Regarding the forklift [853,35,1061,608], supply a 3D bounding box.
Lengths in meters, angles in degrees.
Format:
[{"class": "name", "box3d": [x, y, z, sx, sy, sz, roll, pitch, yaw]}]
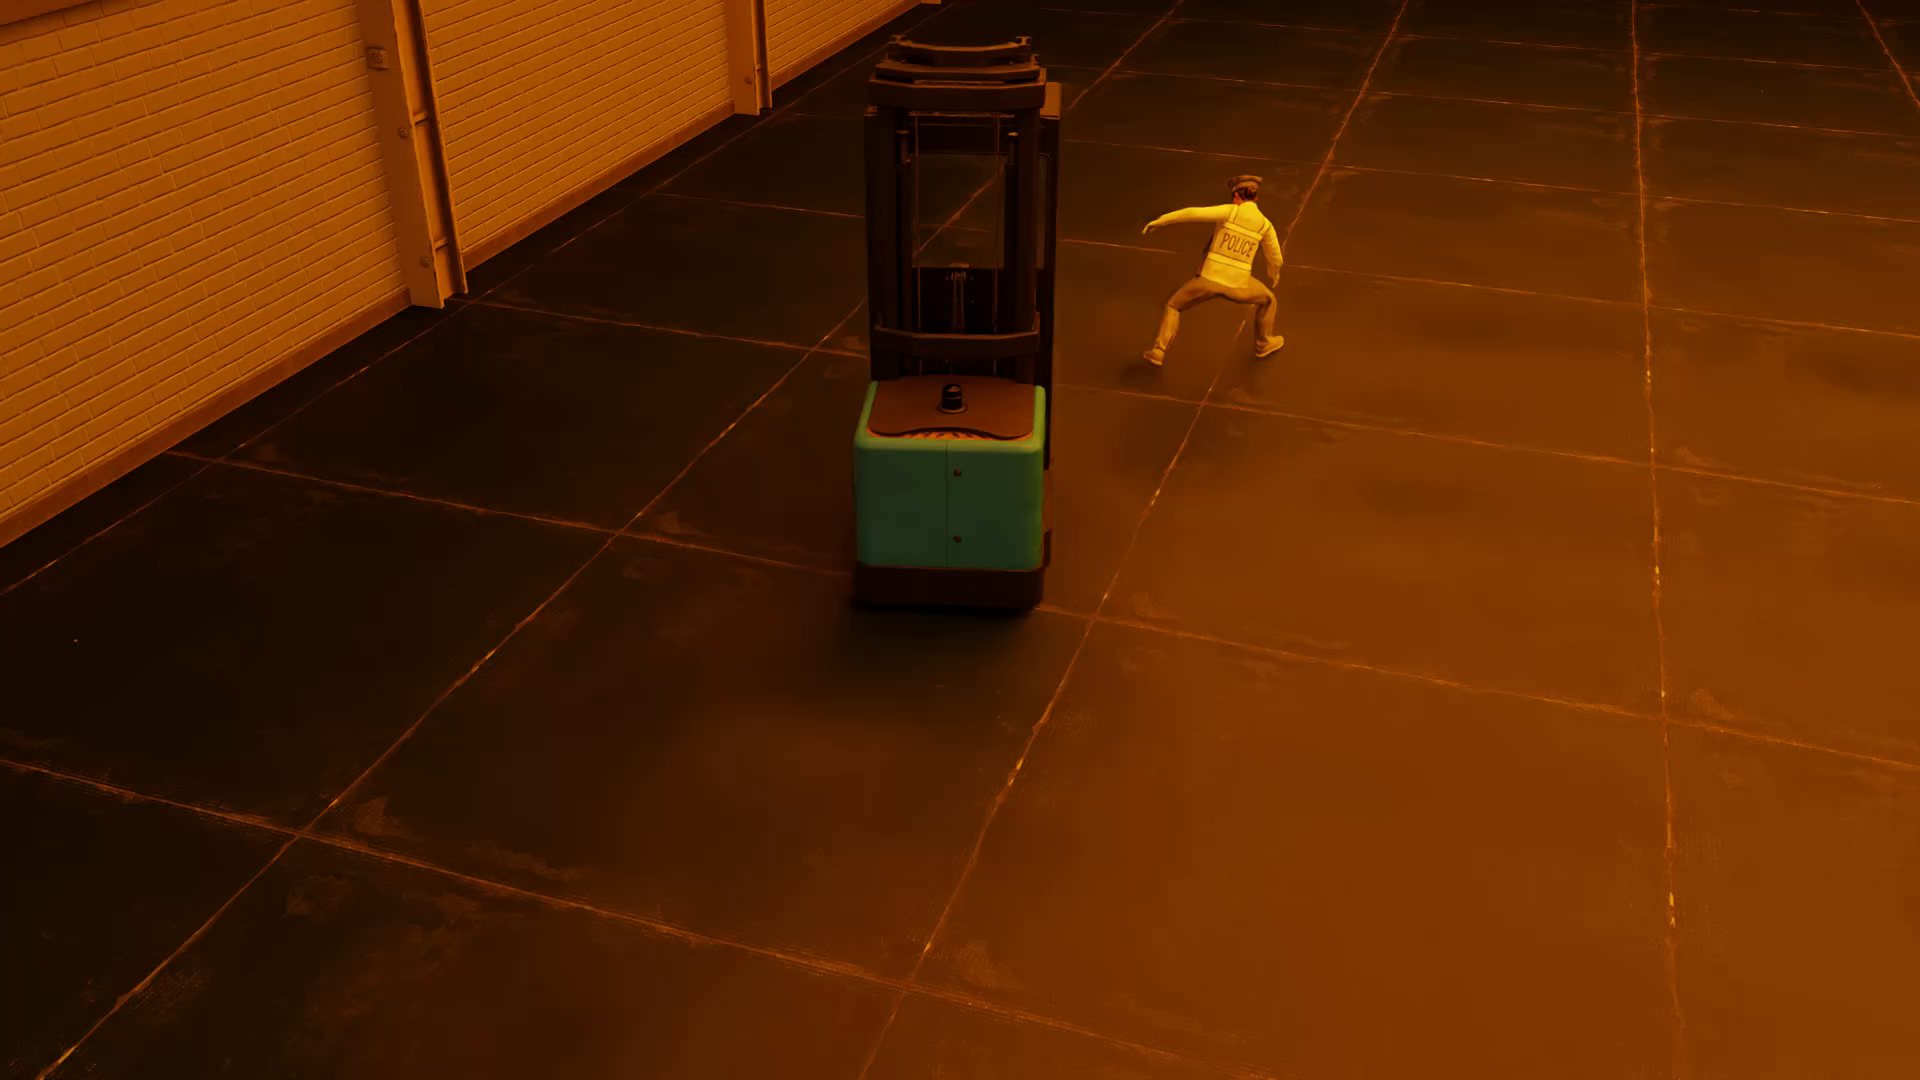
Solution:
[{"class": "forklift", "box3d": [0.025, -1.592, 9.928, 1.130, 2.935, 3.031, 2, 30, 3]}]

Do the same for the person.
[{"class": "person", "box3d": [1.868, -1.934, 12.074, 1.127, 1.403, 0.705, 3, 30, 5]}]
